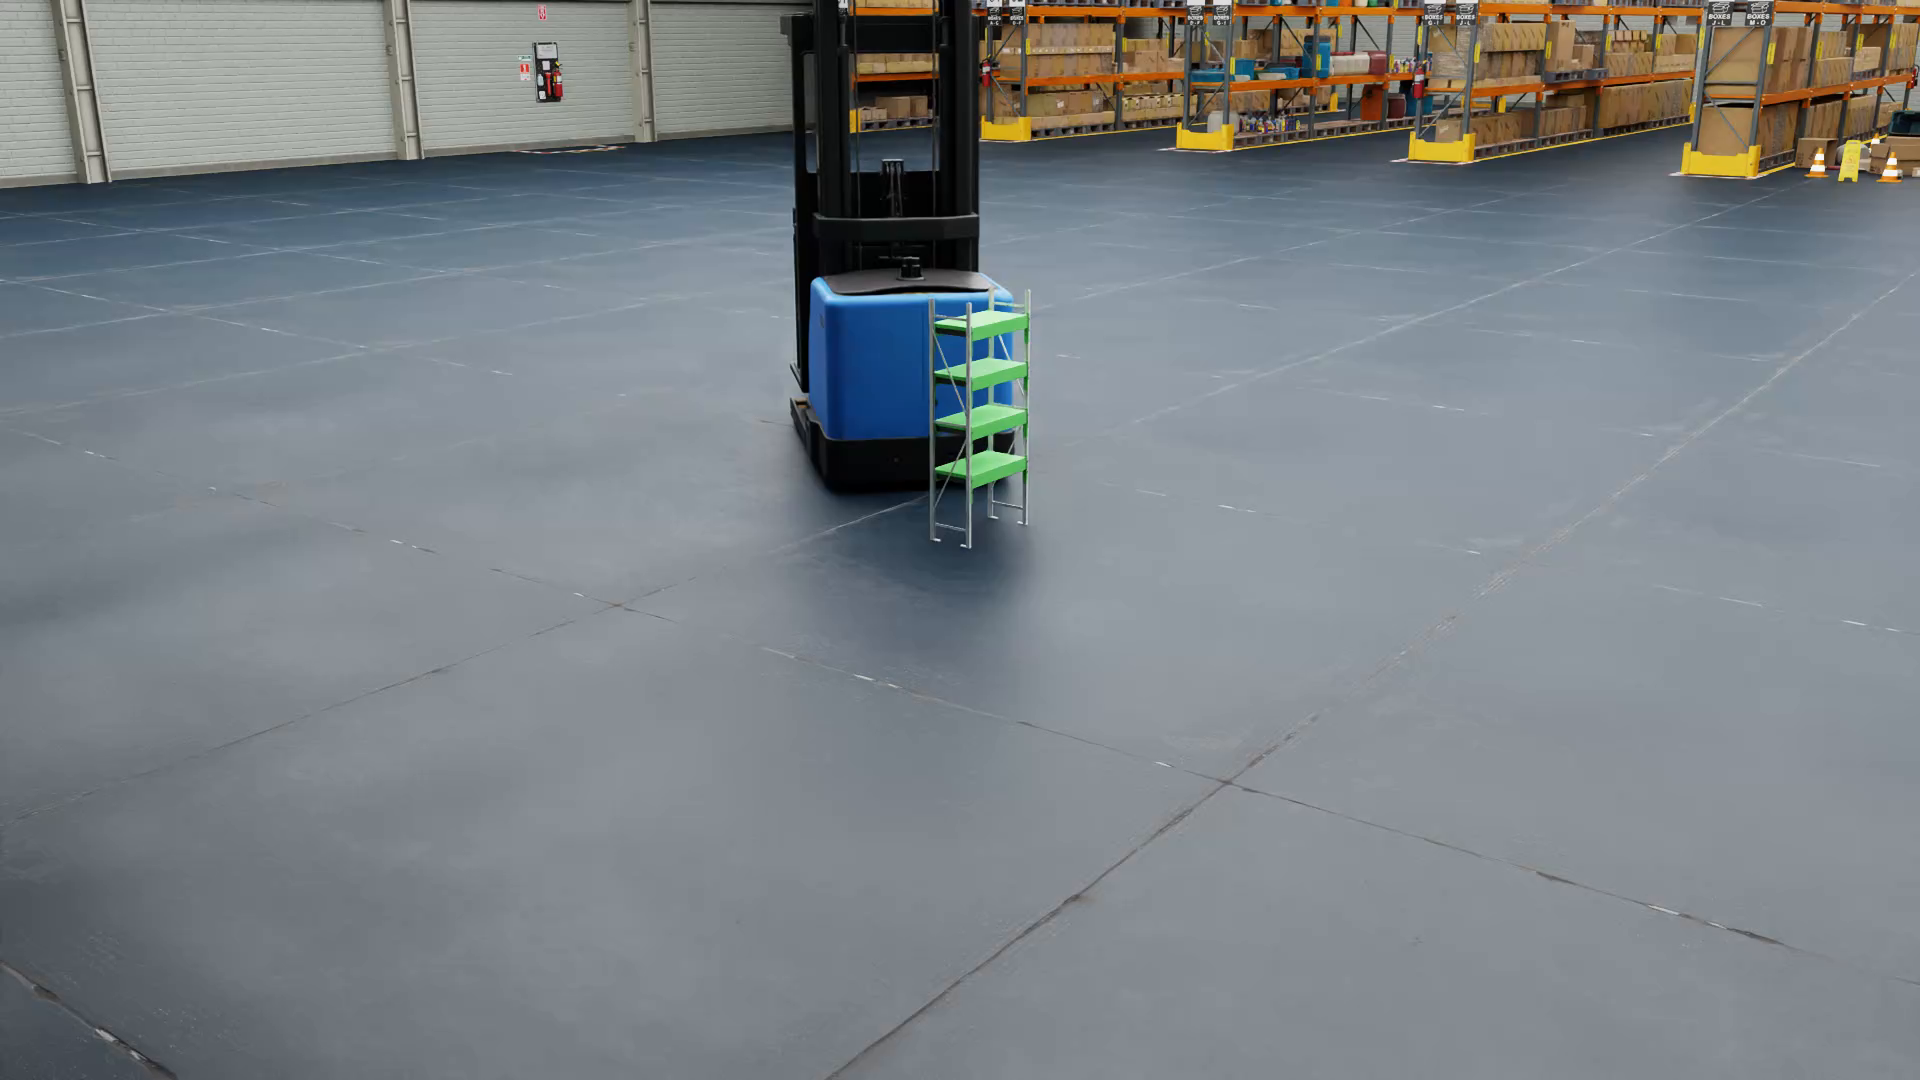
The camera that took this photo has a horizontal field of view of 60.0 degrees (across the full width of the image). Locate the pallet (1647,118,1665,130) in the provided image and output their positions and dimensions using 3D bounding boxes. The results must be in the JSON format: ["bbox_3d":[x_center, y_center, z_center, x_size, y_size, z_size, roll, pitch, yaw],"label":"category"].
[{"bbox_3d":[16.642,-10.243,40.872,1.003,0.211,1.213,12,21,35],"label":"pallet"}]

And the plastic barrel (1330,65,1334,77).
[{"bbox_3d":[8.294,-10.599,37.551,0.301,0.262,0.301,0,17,0],"label":"plastic barrel"}]

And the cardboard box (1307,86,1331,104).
[{"bbox_3d":[10.430,-12.955,48.376,0.500,0.500,0.500,12,21,35],"label":"cardboard box"}]

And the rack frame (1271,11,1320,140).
[{"bbox_3d":[7.382,-10.377,36.603,1.000,3.000,0.127,12,21,35],"label":"rack frame"}]

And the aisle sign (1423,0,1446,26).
[{"bbox_3d":[8.698,-9.829,30.454,0.394,0.787,0.004,12,21,35],"label":"aisle sign"}]

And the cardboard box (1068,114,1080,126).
[{"bbox_3d":[2.416,-9.634,38.136,0.500,0.250,0.500,12,21,35],"label":"cardboard box"}]

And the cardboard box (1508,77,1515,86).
[{"bbox_3d":[10.562,-8.924,32.347,0.380,0.149,0.250,12,21,35],"label":"cardboard box"}]

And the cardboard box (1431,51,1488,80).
[{"bbox_3d":[9.326,-8.865,31.064,0.875,0.500,0.500,12,21,35],"label":"cardboard box"}]

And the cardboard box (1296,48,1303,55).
[{"bbox_3d":[9.298,-13.521,46.558,0.500,0.500,0.500,12,21,34],"label":"cardboard box"}]

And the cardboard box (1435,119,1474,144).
[{"bbox_3d":[9.362,-7.702,31.494,0.500,0.500,0.500,-15,23,-40],"label":"cardboard box"}]

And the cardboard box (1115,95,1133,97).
[{"bbox_3d":[4.021,-10.799,40.944,0.500,0.311,0.500,12,21,35],"label":"cardboard box"}]

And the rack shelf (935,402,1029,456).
[{"bbox_3d":[0.099,-0.551,8.212,0.258,0.148,0.480,12,21,35],"label":"rack shelf"}]

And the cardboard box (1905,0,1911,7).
[{"bbox_3d":[21.154,-12.173,37.580,0.500,0.250,0.500,14,22,37],"label":"cardboard box"}]

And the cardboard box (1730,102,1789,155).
[{"bbox_3d":[14.318,-7.435,30.001,0.875,0.875,0.875,13,21,35],"label":"cardboard box"}]

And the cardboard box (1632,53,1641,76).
[{"bbox_3d":[15.461,-11.053,38.611,0.500,0.500,0.500,12,21,34],"label":"cardboard box"}]

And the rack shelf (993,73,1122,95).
[{"bbox_3d":[2.214,-10.434,37.997,1.077,0.370,4.000,12,21,35],"label":"rack shelf"}]

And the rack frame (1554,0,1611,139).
[{"bbox_3d":[13.743,-10.455,36.852,1.000,3.000,0.127,12,21,35],"label":"rack frame"}]

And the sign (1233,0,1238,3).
[{"bbox_3d":[5.438,-10.763,32.772,0.100,0.325,0.005,12,21,35],"label":"sign"}]

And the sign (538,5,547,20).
[{"bbox_3d":[-8.398,-10.607,33.432,0.001,0.298,0.199,12,21,35],"label":"sign"}]

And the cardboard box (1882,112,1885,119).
[{"bbox_3d":[21.063,-9.784,38.288,0.380,0.149,0.250,14,22,37],"label":"cardboard box"}]

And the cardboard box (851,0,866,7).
[{"bbox_3d":[-2.558,-12.700,38.824,0.500,0.500,0.500,13,22,36],"label":"cardboard box"}]

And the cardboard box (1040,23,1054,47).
[{"bbox_3d":[1.652,-11.216,36.947,0.700,0.500,0.500,12,21,33],"label":"cardboard box"}]

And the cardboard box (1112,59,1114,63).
[{"bbox_3d":[4.218,-13.792,47.990,0.380,0.149,0.250,13,21,35],"label":"cardboard box"}]

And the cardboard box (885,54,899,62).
[{"bbox_3d":[-1.817,-11.770,40.041,0.500,0.500,0.500,12,21,33],"label":"cardboard box"}]

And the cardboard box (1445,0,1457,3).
[{"bbox_3d":[9.060,-10.070,30.808,0.500,0.250,0.500,13,21,36],"label":"cardboard box"}]

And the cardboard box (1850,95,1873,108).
[{"bbox_3d":[19.492,-9.530,36.116,0.500,0.250,0.500,14,22,37],"label":"cardboard box"}]

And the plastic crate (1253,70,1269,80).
[{"bbox_3d":[6.346,-10.003,35.754,0.450,0.188,0.662,12,21,35],"label":"plastic crate"}]

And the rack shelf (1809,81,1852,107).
[{"bbox_3d":[16.474,-8.734,32.525,1.077,0.370,4.000,12,21,35],"label":"rack shelf"}]

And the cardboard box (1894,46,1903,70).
[{"bbox_3d":[21.165,-11.003,37.947,0.500,0.500,0.500,12,21,34],"label":"cardboard box"}]

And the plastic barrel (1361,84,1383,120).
[{"bbox_3d":[10.043,-10.614,40.315,0.600,0.830,0.708,12,21,35],"label":"plastic barrel"}]

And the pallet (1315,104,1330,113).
[{"bbox_3d":[10.036,-12.572,48.371,1.003,0.211,1.213,12,21,35],"label":"pallet"}]

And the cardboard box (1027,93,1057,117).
[{"bbox_3d":[1.817,-9.754,37.260,0.500,0.500,0.500,12,21,35],"label":"cardboard box"}]

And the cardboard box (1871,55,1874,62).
[{"bbox_3d":[19.505,-10.412,35.930,0.380,0.149,0.250,12,21,33],"label":"cardboard box"}]

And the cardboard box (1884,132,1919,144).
[{"bbox_3d":[16.499,-6.761,28.937,0.797,0.637,0.503,12,21,35],"label":"cardboard box"}]

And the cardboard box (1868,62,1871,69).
[{"bbox_3d":[19.357,-10.210,35.780,0.380,0.149,0.250,11,21,32],"label":"cardboard box"}]

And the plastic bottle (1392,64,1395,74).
[{"bbox_3d":[10.374,-11.337,39.911,0.097,0.271,0.097,0,17,0],"label":"plastic bottle"}]

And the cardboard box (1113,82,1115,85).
[{"bbox_3d":[4.474,-13.510,49.105,0.380,0.149,0.250,12,21,34],"label":"cardboard box"}]

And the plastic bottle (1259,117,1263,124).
[{"bbox_3d":[6.578,-9.110,36.379,0.097,0.271,0.097,0,17,0],"label":"plastic bottle"}]

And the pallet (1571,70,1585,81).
[{"bbox_3d":[12.596,-9.884,35.339,1.003,0.211,1.213,12,21,35],"label":"pallet"}]

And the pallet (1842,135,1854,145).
[{"bbox_3d":[18.133,-8.408,34.964,1.003,0.211,1.213,12,21,35],"label":"pallet"}]

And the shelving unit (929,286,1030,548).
[{"bbox_3d":[0.099,-0.612,8.193,0.258,1.200,0.503,12,21,35],"label":"shelving unit"}]

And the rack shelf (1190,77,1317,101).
[{"bbox_3d":[6.190,-9.557,35.175,1.077,0.370,4.000,12,21,35],"label":"rack shelf"}]

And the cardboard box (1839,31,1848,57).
[{"bbox_3d":[17.391,-9.974,33.451,0.700,0.500,0.500,12,21,34],"label":"cardboard box"}]

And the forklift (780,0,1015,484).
[{"bbox_3d":[-0.476,-2.099,10.061,1.130,2.935,3.031,-3,18,-10],"label":"forklift"}]

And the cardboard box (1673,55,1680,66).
[{"bbox_3d":[17.521,-11.902,41.262,0.500,0.250,0.500,12,21,35],"label":"cardboard box"}]

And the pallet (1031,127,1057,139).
[{"bbox_3d":[1.445,-9.159,37.380,1.003,0.211,1.213,12,21,35],"label":"pallet"}]

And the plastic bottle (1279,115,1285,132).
[{"bbox_3d":[6.923,-8.995,35.877,0.144,0.351,0.185,12,21,34],"label":"plastic bottle"}]

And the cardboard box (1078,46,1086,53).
[{"bbox_3d":[2.658,-11.206,38.010,0.380,0.149,0.250,13,22,36],"label":"cardboard box"}]

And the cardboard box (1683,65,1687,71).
[{"bbox_3d":[18.108,-11.916,41.981,0.380,0.149,0.250,13,21,36],"label":"cardboard box"}]

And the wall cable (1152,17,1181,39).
[{"bbox_3d":[6.579,-15.943,52.813,0.084,1.984,1.851,12,21,35],"label":"wall cable"}]

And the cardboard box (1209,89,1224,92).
[{"bbox_3d":[6.794,-12.103,44.370,0.500,0.250,0.500,12,21,34],"label":"cardboard box"}]

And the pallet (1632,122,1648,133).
[{"bbox_3d":[15.727,-9.879,39.699,1.003,0.211,1.213,12,21,35],"label":"pallet"}]

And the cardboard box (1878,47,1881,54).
[{"bbox_3d":[19.967,-10.742,36.488,0.380,0.149,0.250,14,22,37],"label":"cardboard box"}]
